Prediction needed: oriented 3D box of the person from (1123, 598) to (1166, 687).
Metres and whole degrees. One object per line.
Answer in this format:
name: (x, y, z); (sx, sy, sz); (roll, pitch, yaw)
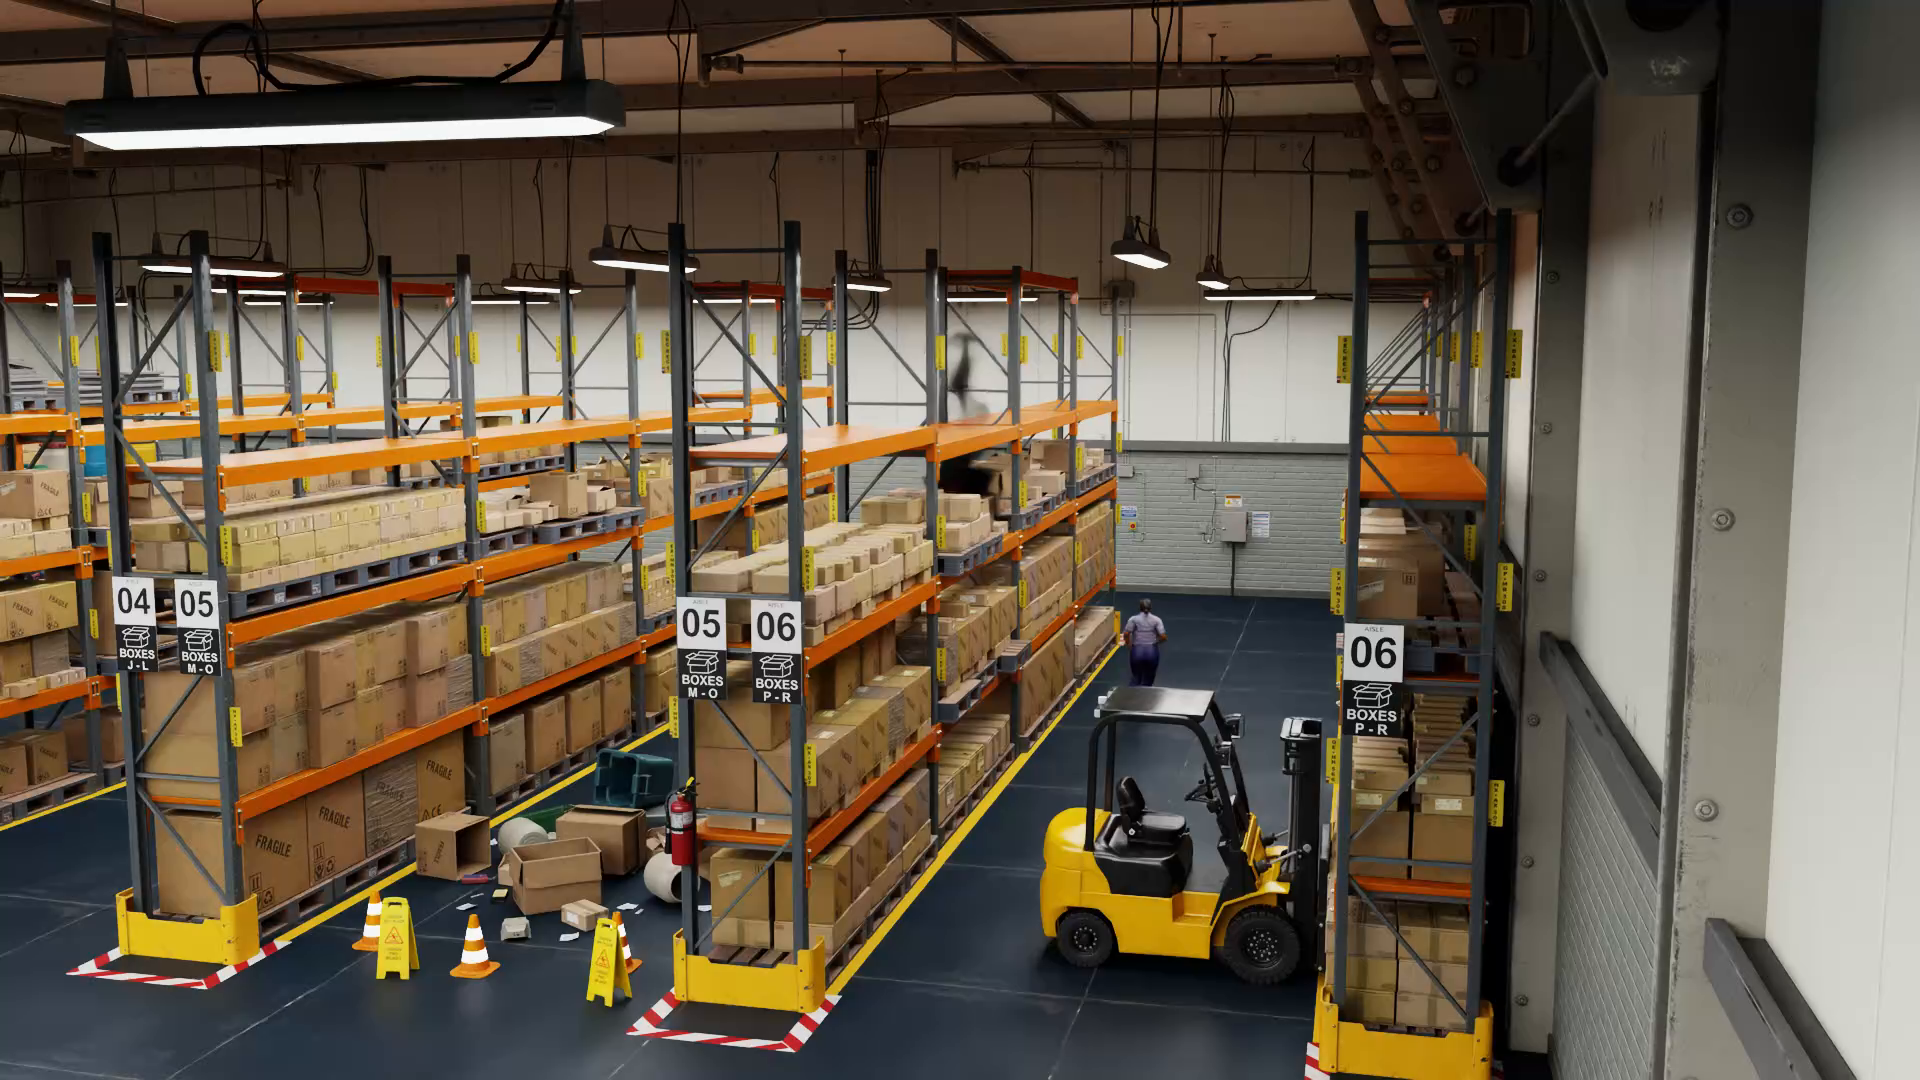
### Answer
person: (2.535, 1.599, 22.843); (0.590, 1.603, 0.563); (1, 7, 9)
